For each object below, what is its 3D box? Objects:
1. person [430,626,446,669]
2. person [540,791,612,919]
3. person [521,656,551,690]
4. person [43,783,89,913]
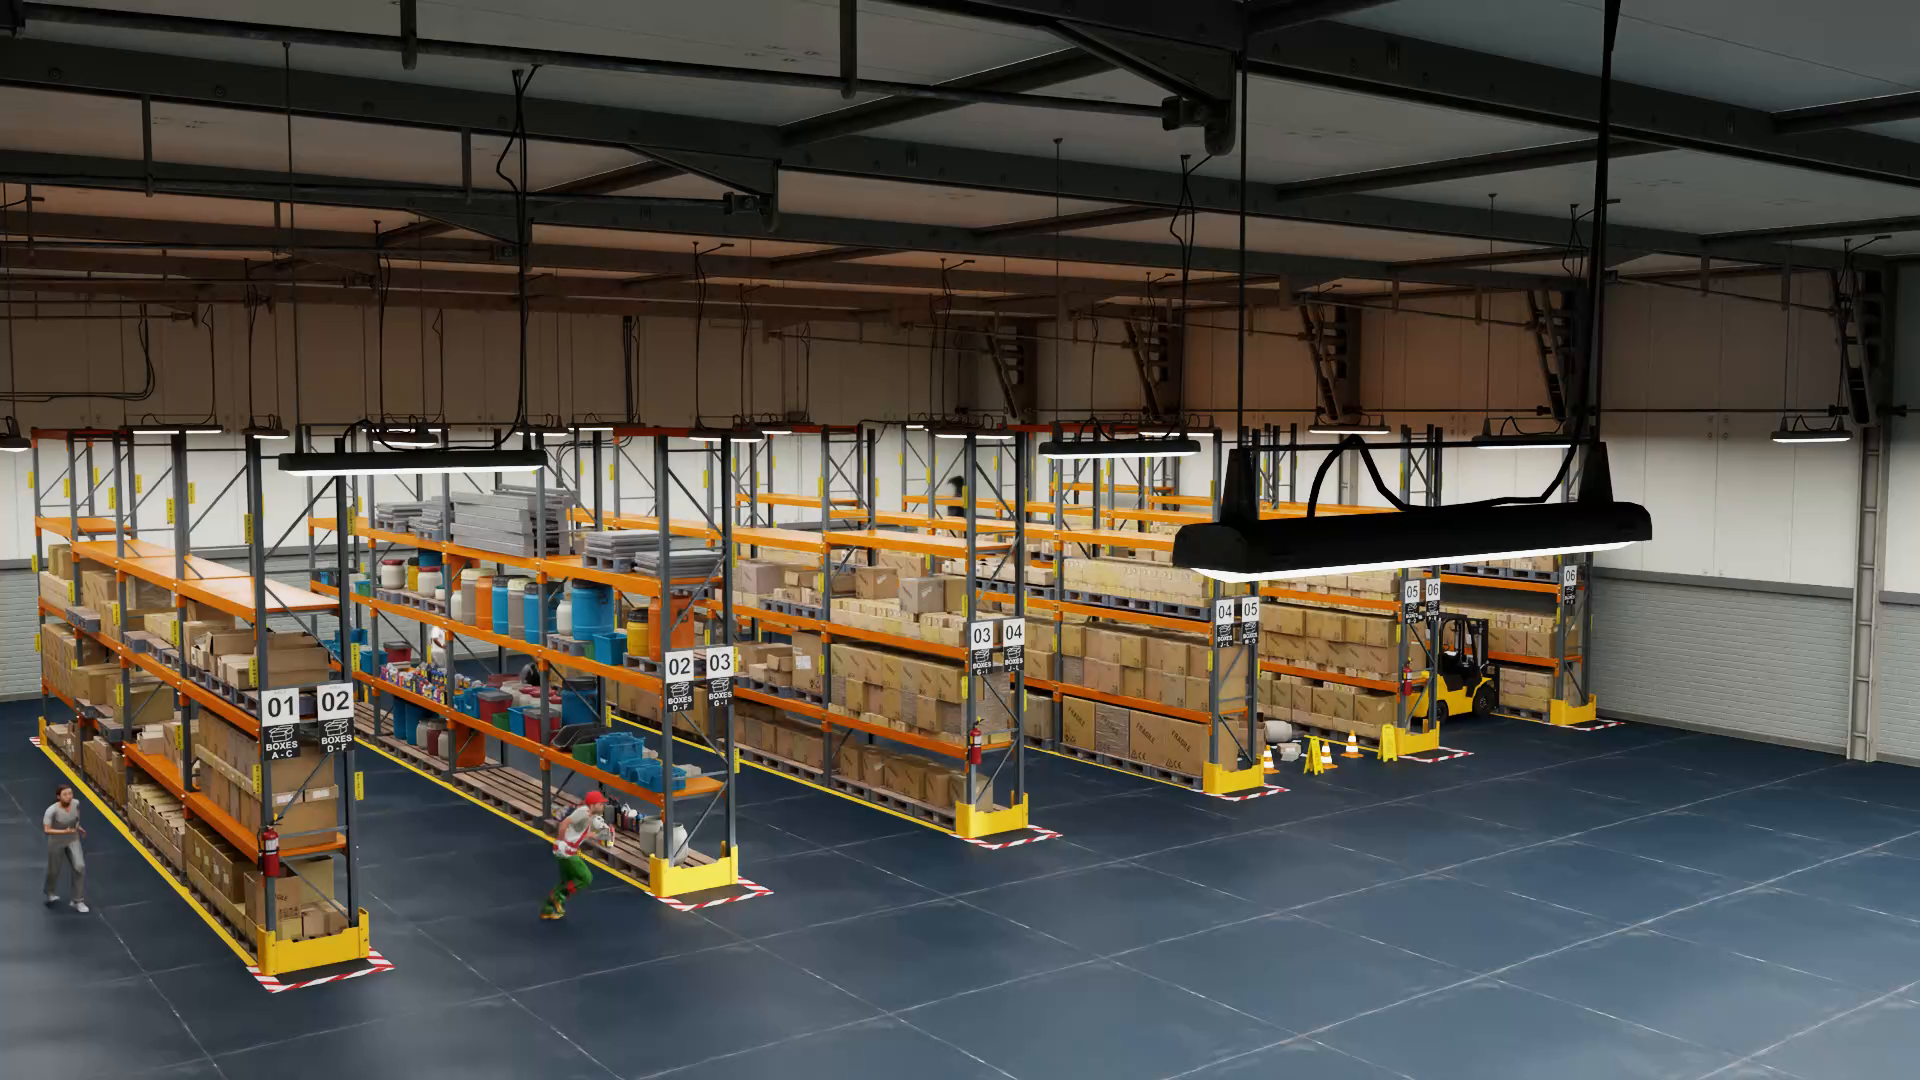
[{"bbox_3d":[-11.640,2.538,37.245,0.922,1.733,0.777,-1,5,-11],"label":"person"},{"bbox_3d":[-4.768,3.909,20.576,0.885,1.598,0.708,0,4,-6],"label":"person"},{"bbox_3d":[-8.416,2.968,32.544,0.812,1.628,0.655,2,5,28],"label":"person"},{"bbox_3d":[-11.351,3.862,21.045,0.955,1.638,0.562,4,6,42],"label":"person"}]
